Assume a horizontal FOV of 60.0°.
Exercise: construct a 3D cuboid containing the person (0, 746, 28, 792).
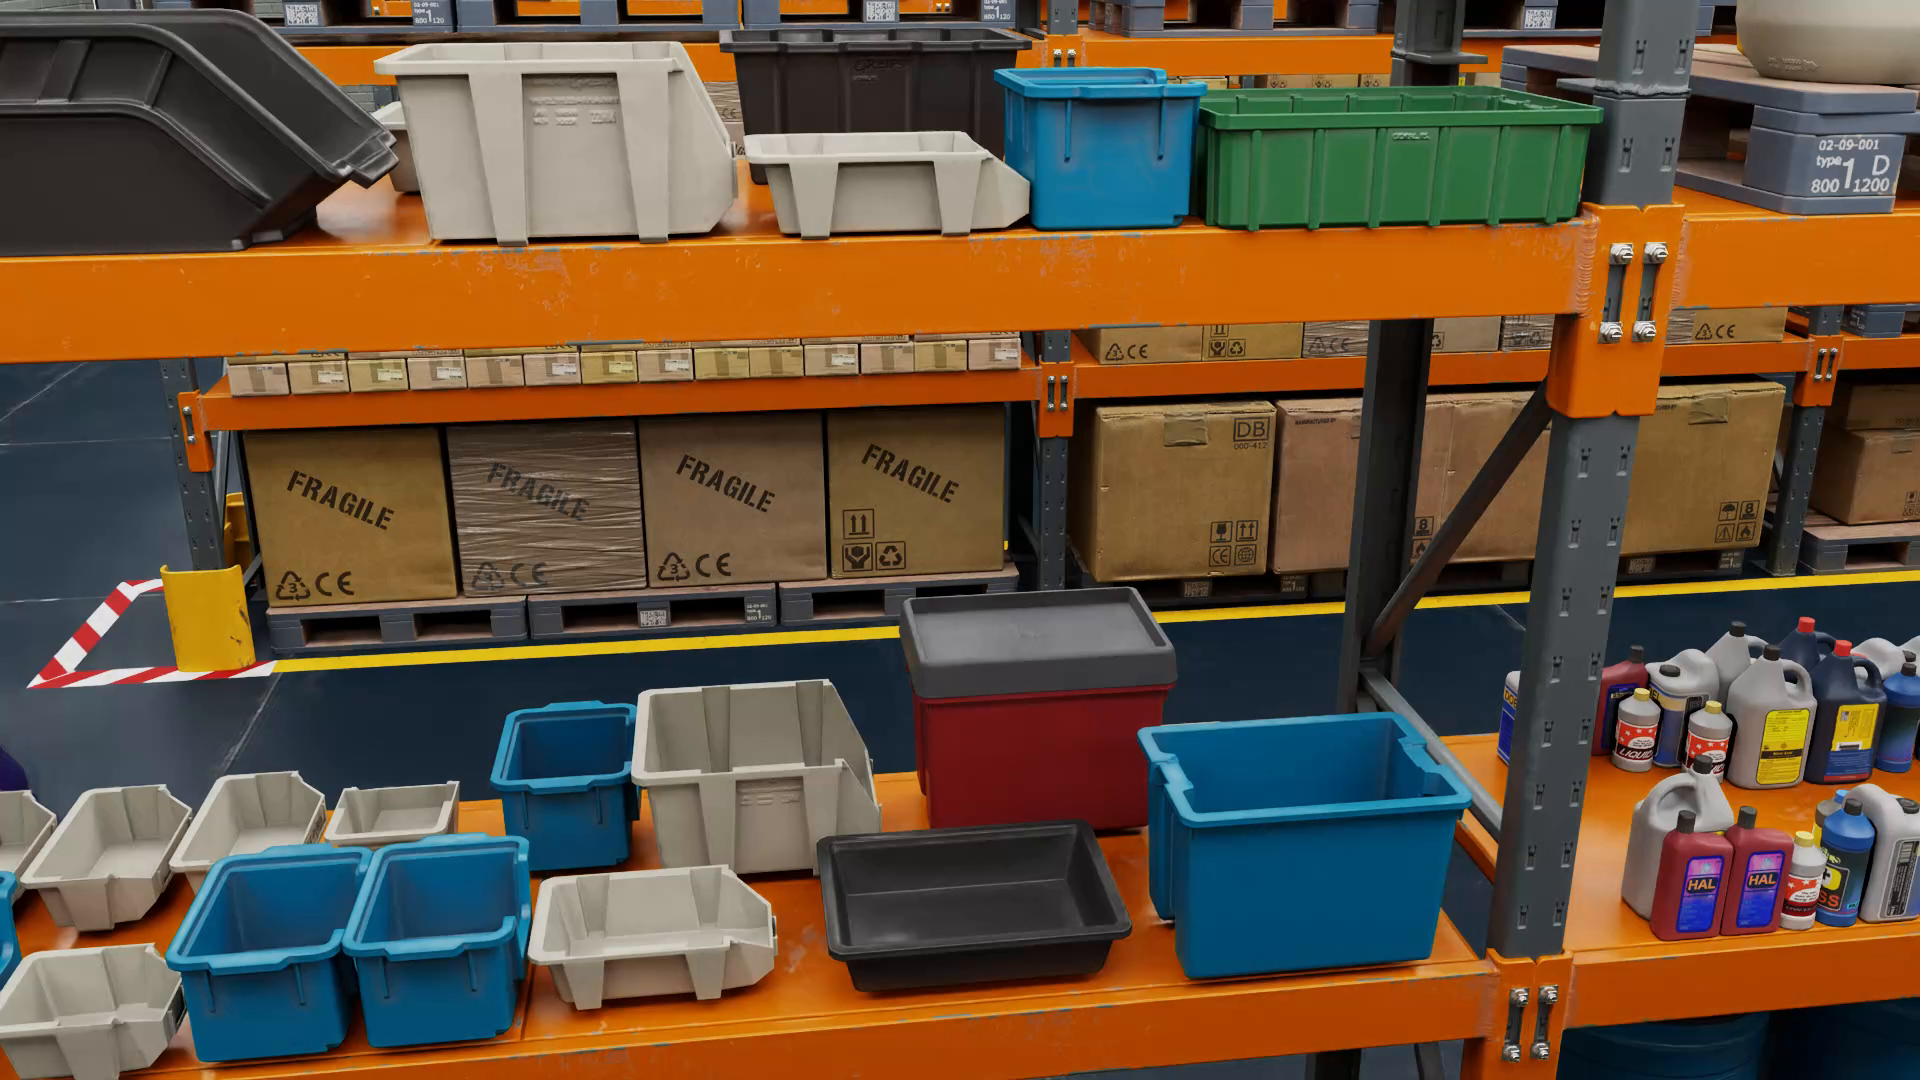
[{"bbox_3d":[-3.056,0.817,4.896,0.852,1.630,0.532,-5,21,-14],"label":"person"}]
